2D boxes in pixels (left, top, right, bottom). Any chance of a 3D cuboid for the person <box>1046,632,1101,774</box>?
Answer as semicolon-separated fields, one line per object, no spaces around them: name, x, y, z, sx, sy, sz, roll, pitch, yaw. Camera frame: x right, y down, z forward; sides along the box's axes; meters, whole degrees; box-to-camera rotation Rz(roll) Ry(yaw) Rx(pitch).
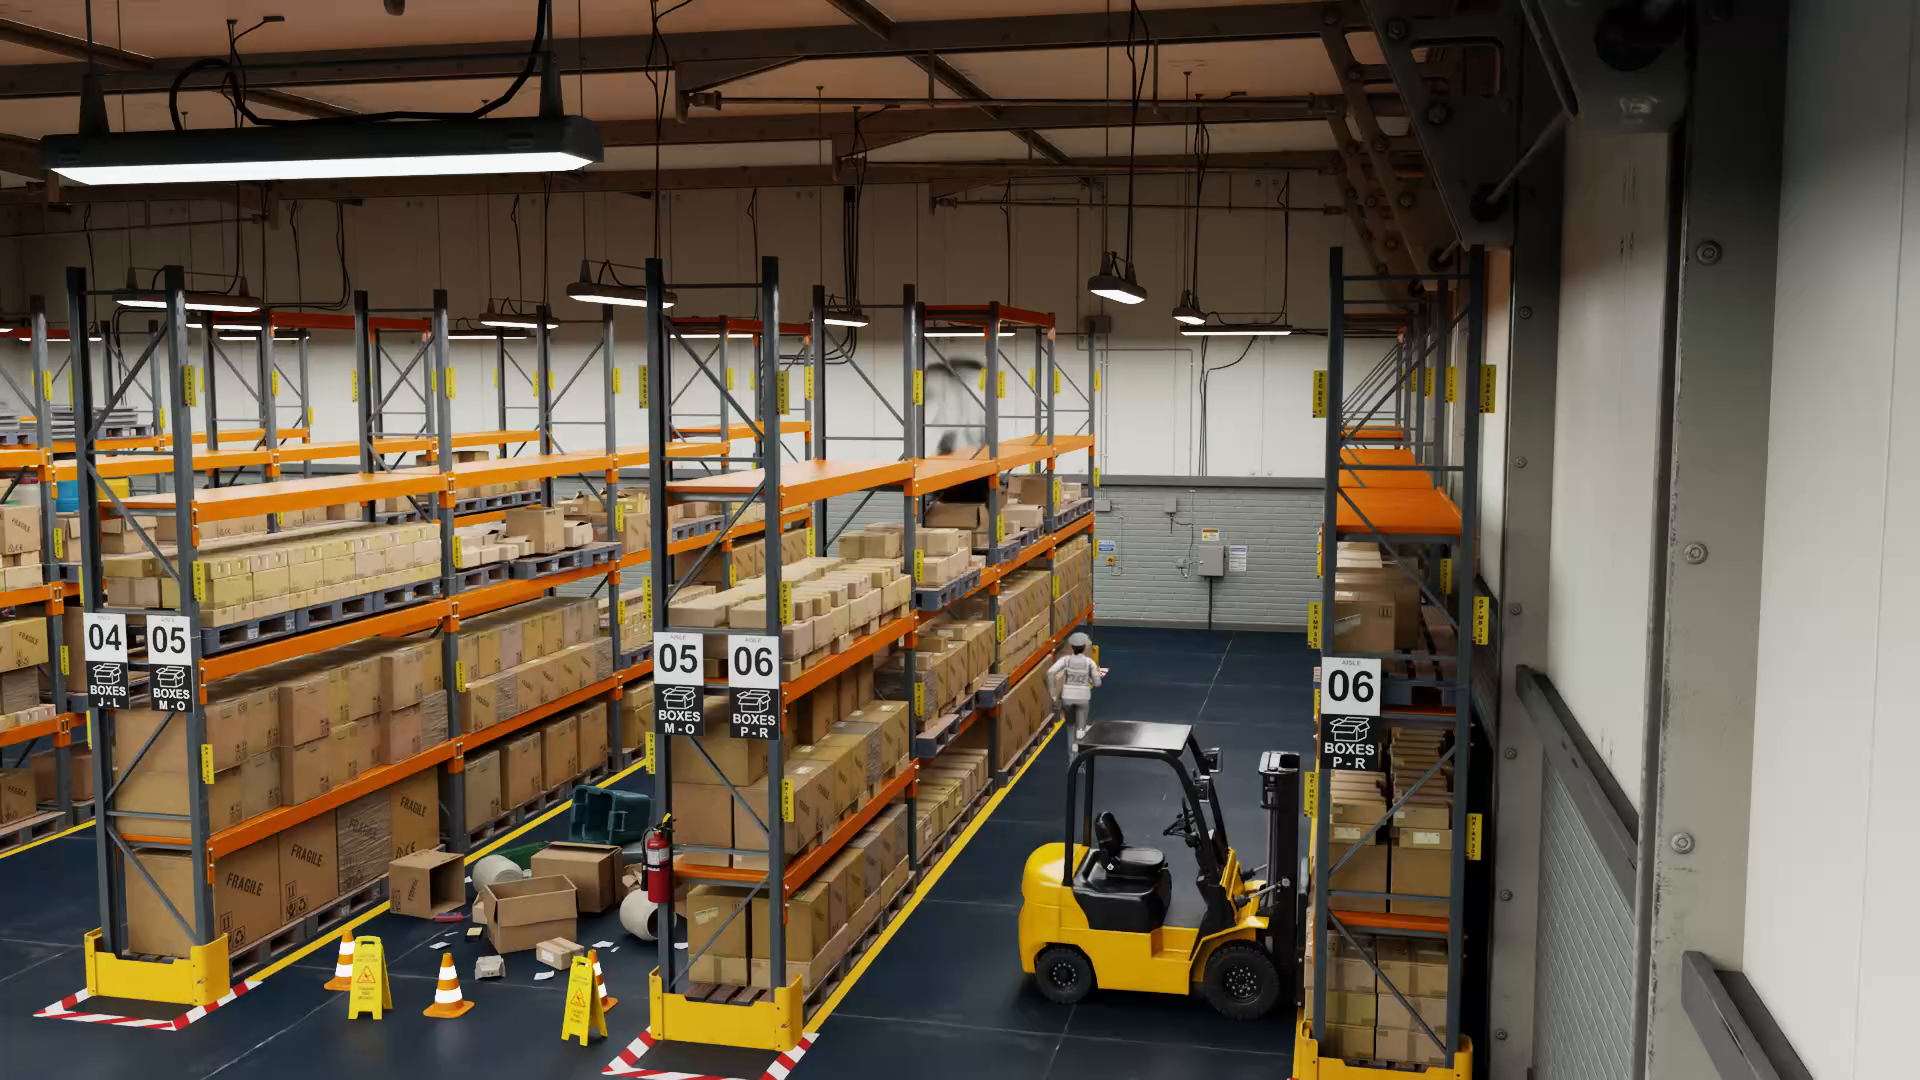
person;1.391;2.016;20.197;0.620;1.785;0.818;2;6;16
